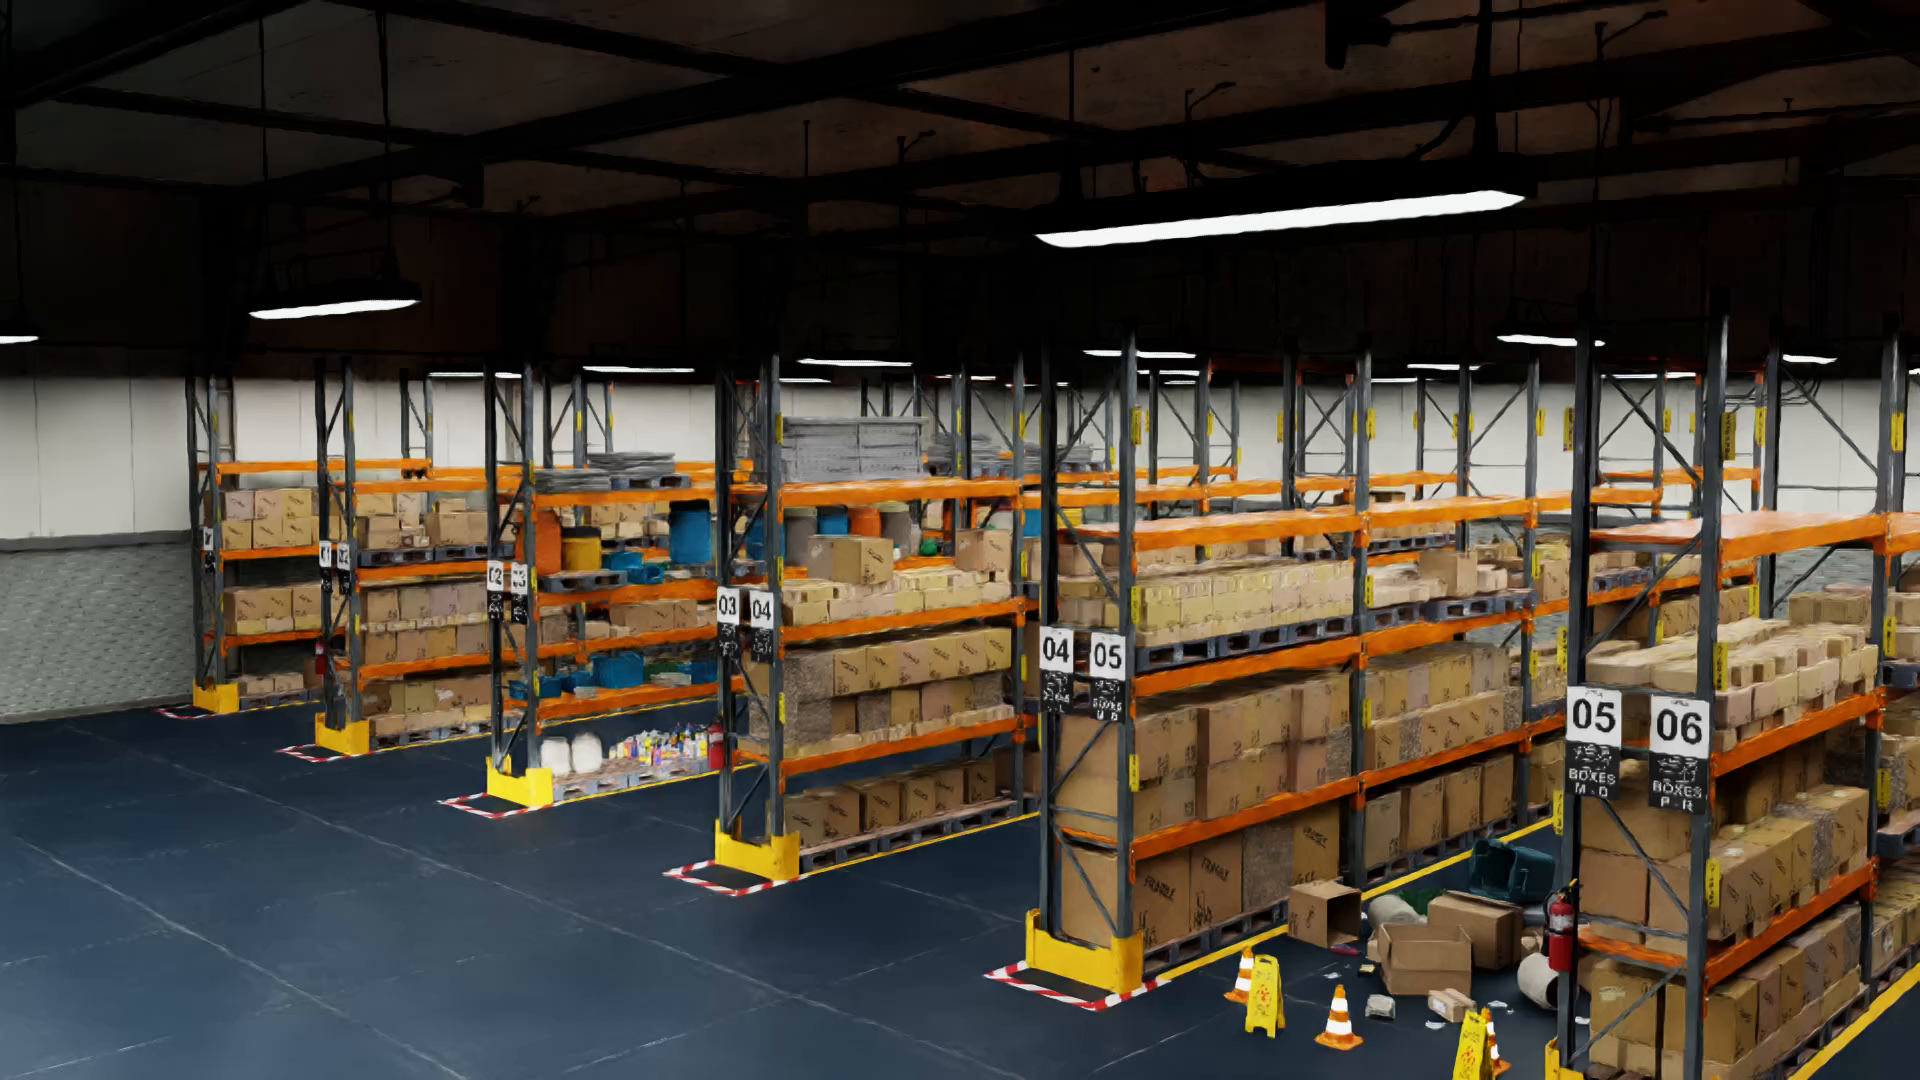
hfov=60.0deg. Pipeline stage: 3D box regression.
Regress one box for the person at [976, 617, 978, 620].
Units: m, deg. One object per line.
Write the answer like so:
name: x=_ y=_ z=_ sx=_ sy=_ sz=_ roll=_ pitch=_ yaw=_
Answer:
person: x=0.077 y=1.254 z=39.937 sx=1.126 sy=1.672 sz=0.542 roll=-4 pitch=6 yaw=-44
